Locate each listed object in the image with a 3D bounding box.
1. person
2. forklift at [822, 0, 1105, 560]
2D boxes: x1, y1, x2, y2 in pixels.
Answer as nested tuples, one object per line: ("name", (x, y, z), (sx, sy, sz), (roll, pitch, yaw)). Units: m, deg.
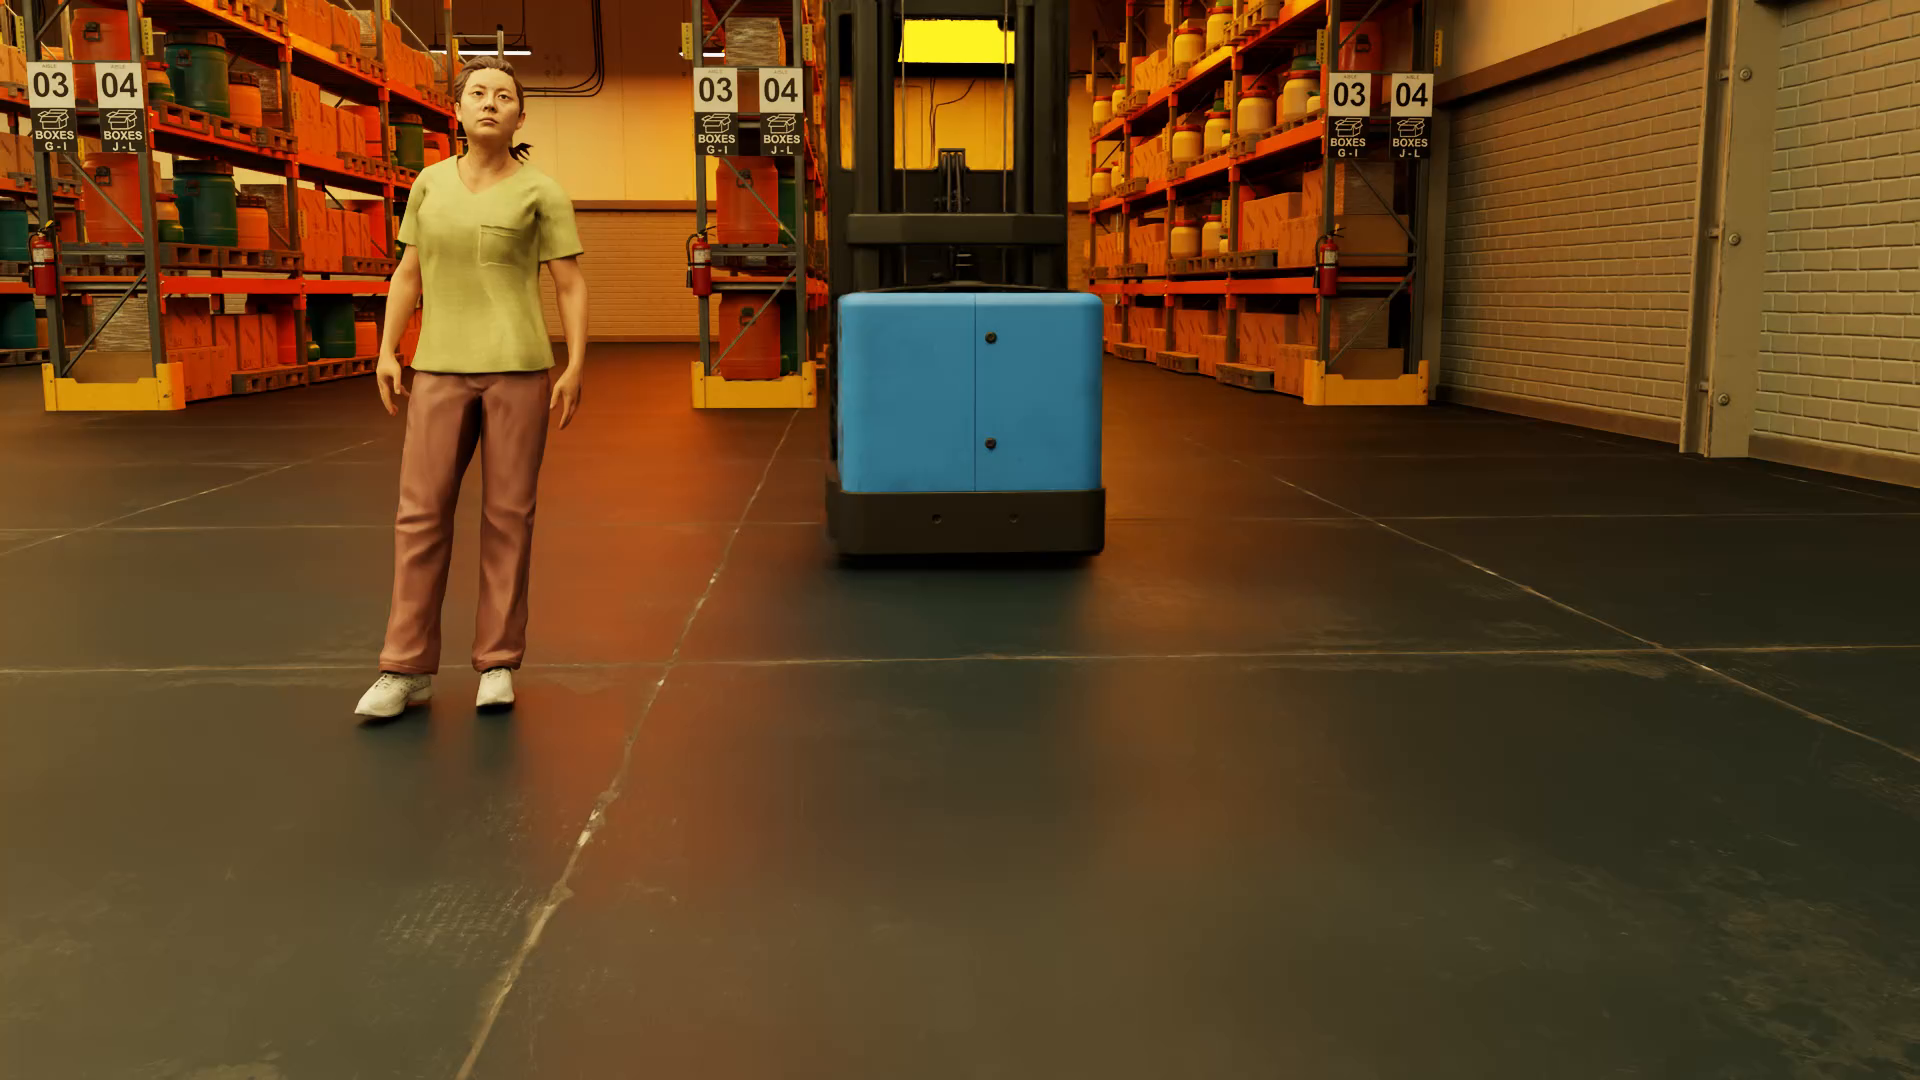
("person", (-1.256, -0.397, 4.304), (0.555, 1.652, 0.548), (0, 8, -2))
("forklift", (-0.082, -1.549, 7.763), (1.130, 2.935, 3.031), (-1, 8, -5))
